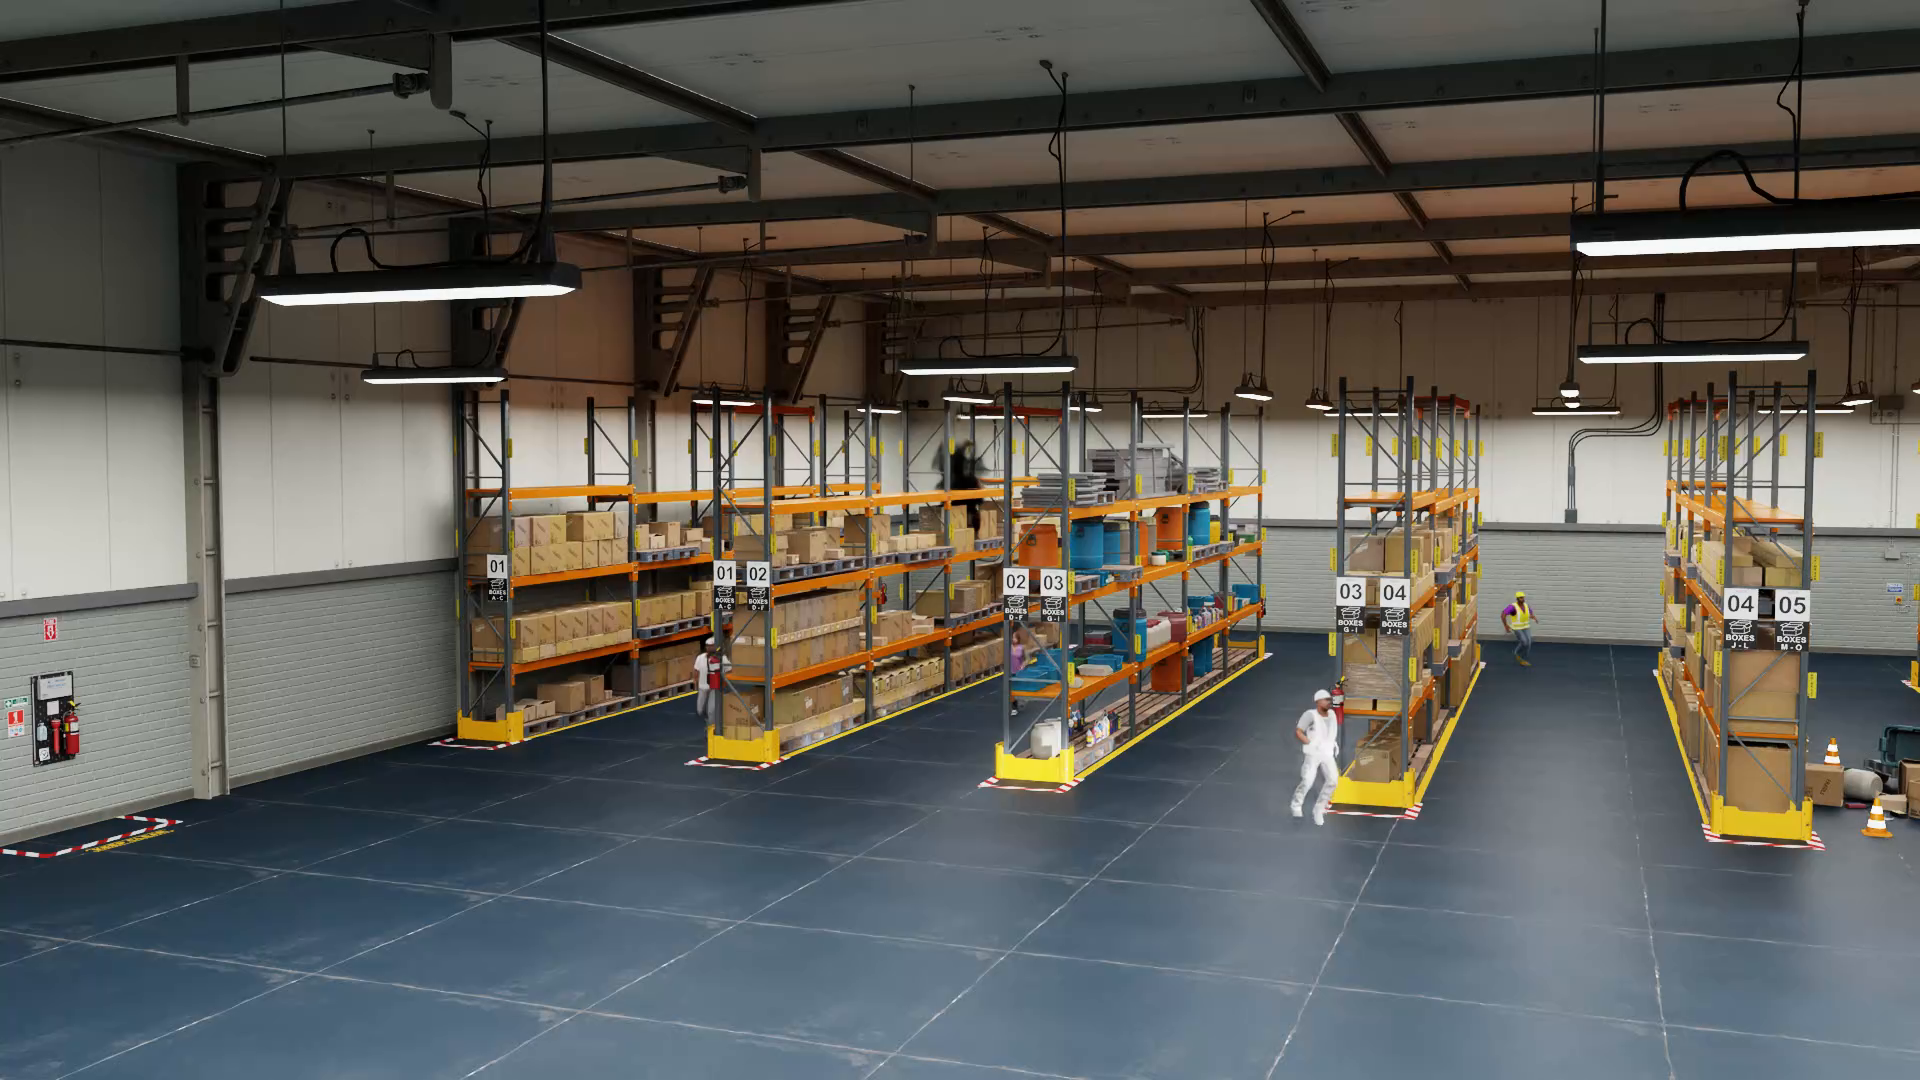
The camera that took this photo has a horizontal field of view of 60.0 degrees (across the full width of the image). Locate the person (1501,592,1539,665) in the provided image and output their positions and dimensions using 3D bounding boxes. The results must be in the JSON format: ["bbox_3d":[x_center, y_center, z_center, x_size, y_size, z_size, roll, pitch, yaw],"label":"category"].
[{"bbox_3d":[12.885,2.042,38.209,0.838,1.718,0.564,-1,3,-19],"label":"person"}]

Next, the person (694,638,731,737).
[{"bbox_3d":[-4.313,2.556,28.795,0.698,1.718,0.606,1,3,11],"label":"person"}]

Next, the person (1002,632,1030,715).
[{"bbox_3d":[1.028,2.510,31.184,0.532,1.546,0.551,1,3,13],"label":"person"}]

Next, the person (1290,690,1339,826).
[{"bbox_3d":[4.811,2.900,22.294,0.734,1.792,0.673,-1,3,-19],"label":"person"}]
